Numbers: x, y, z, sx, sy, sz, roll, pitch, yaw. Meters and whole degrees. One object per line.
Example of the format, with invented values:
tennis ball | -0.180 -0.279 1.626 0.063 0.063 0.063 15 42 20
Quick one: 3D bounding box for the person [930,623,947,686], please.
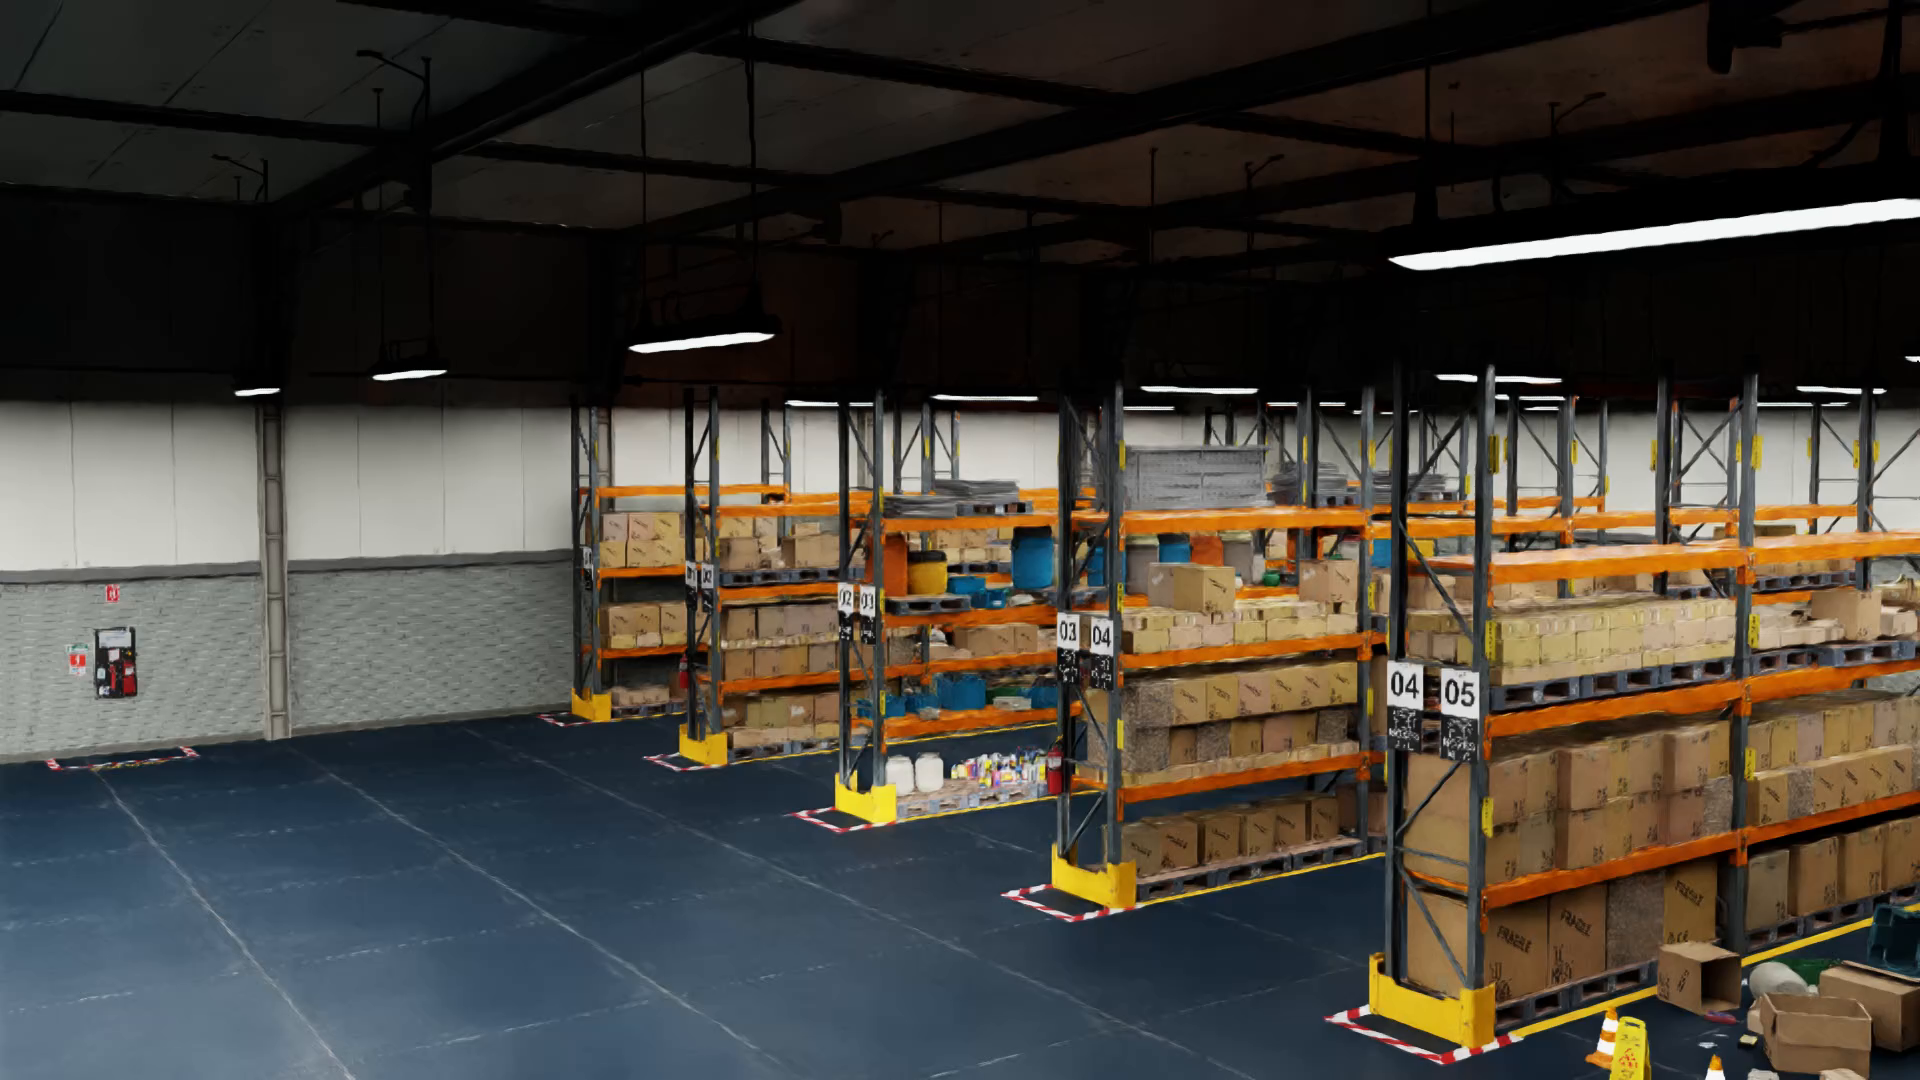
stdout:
person | -0.490 2.336 33.131 0.435 1.671 0.500 2 4 30
